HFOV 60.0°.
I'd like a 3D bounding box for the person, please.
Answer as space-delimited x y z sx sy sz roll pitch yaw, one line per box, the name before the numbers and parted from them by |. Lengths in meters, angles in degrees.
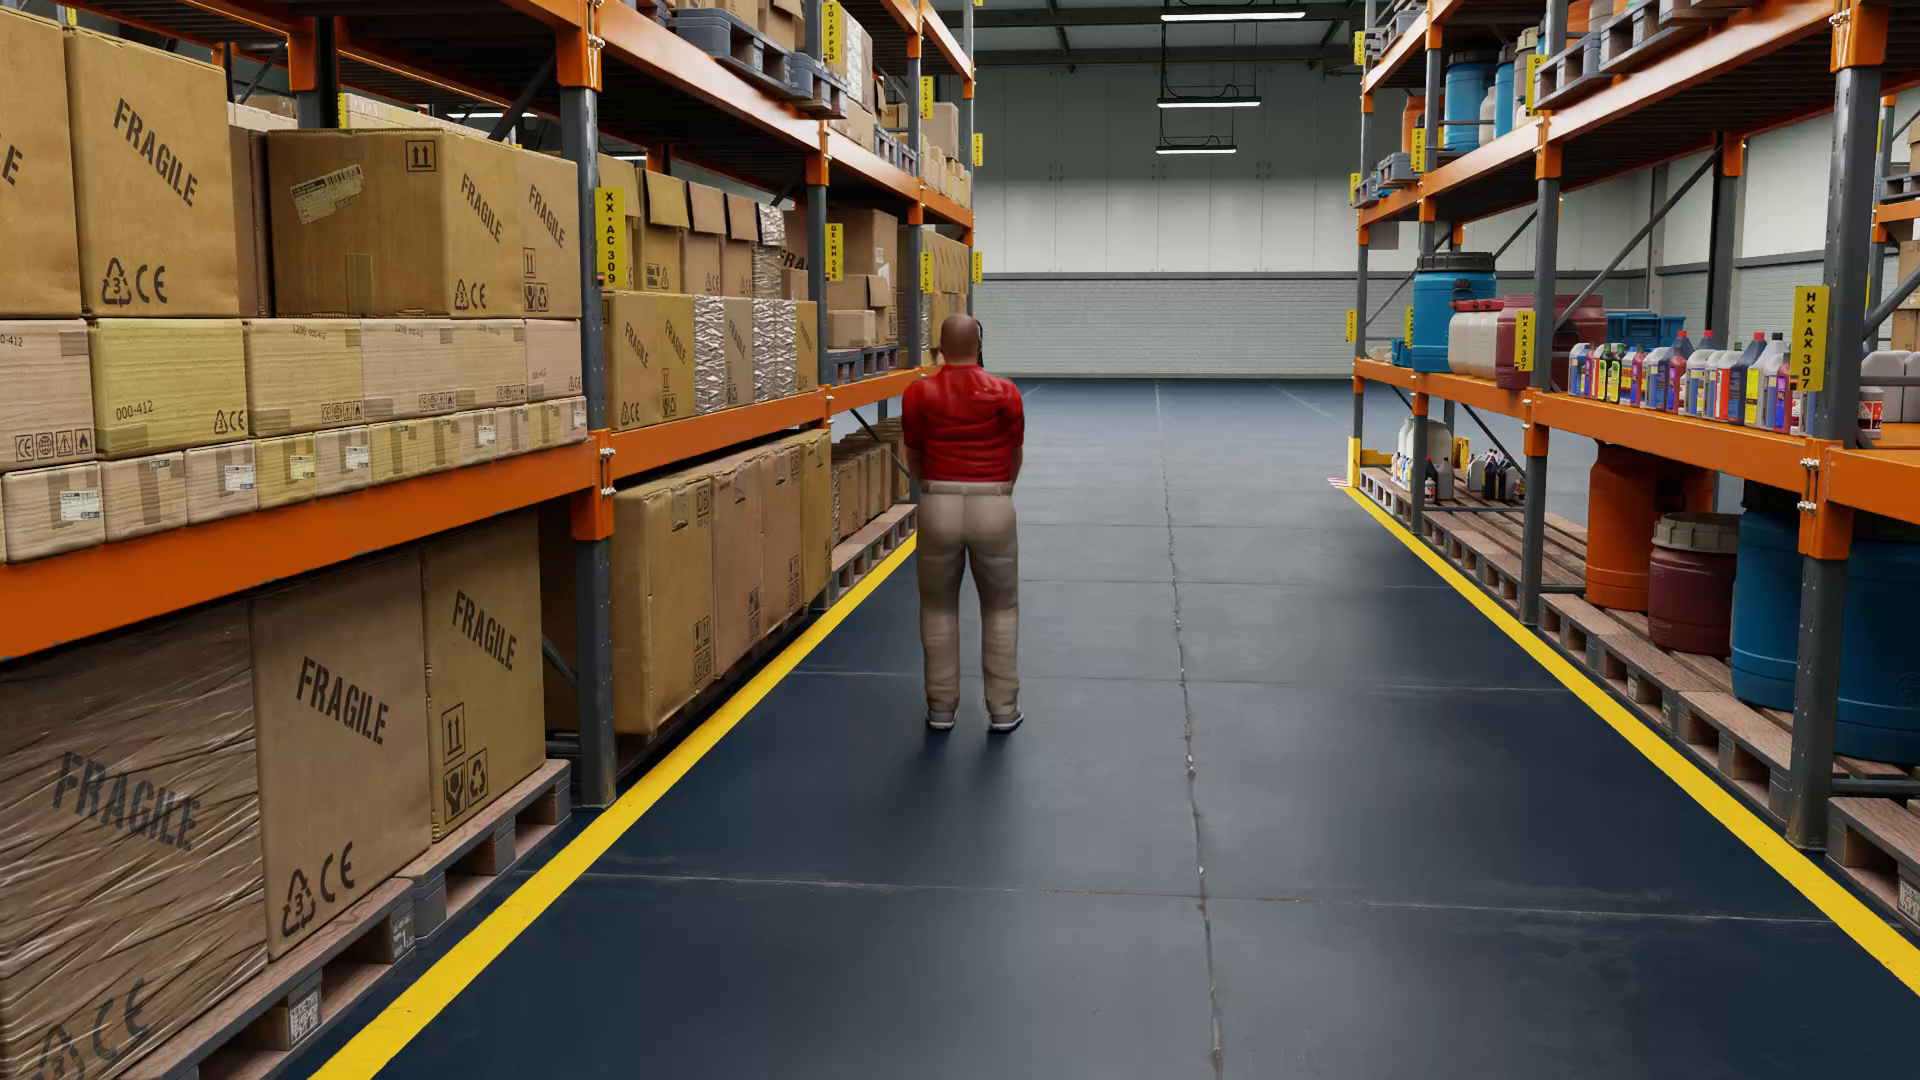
person | 0.019 -0.079 6.953 0.503 1.725 0.529 1 8 4
